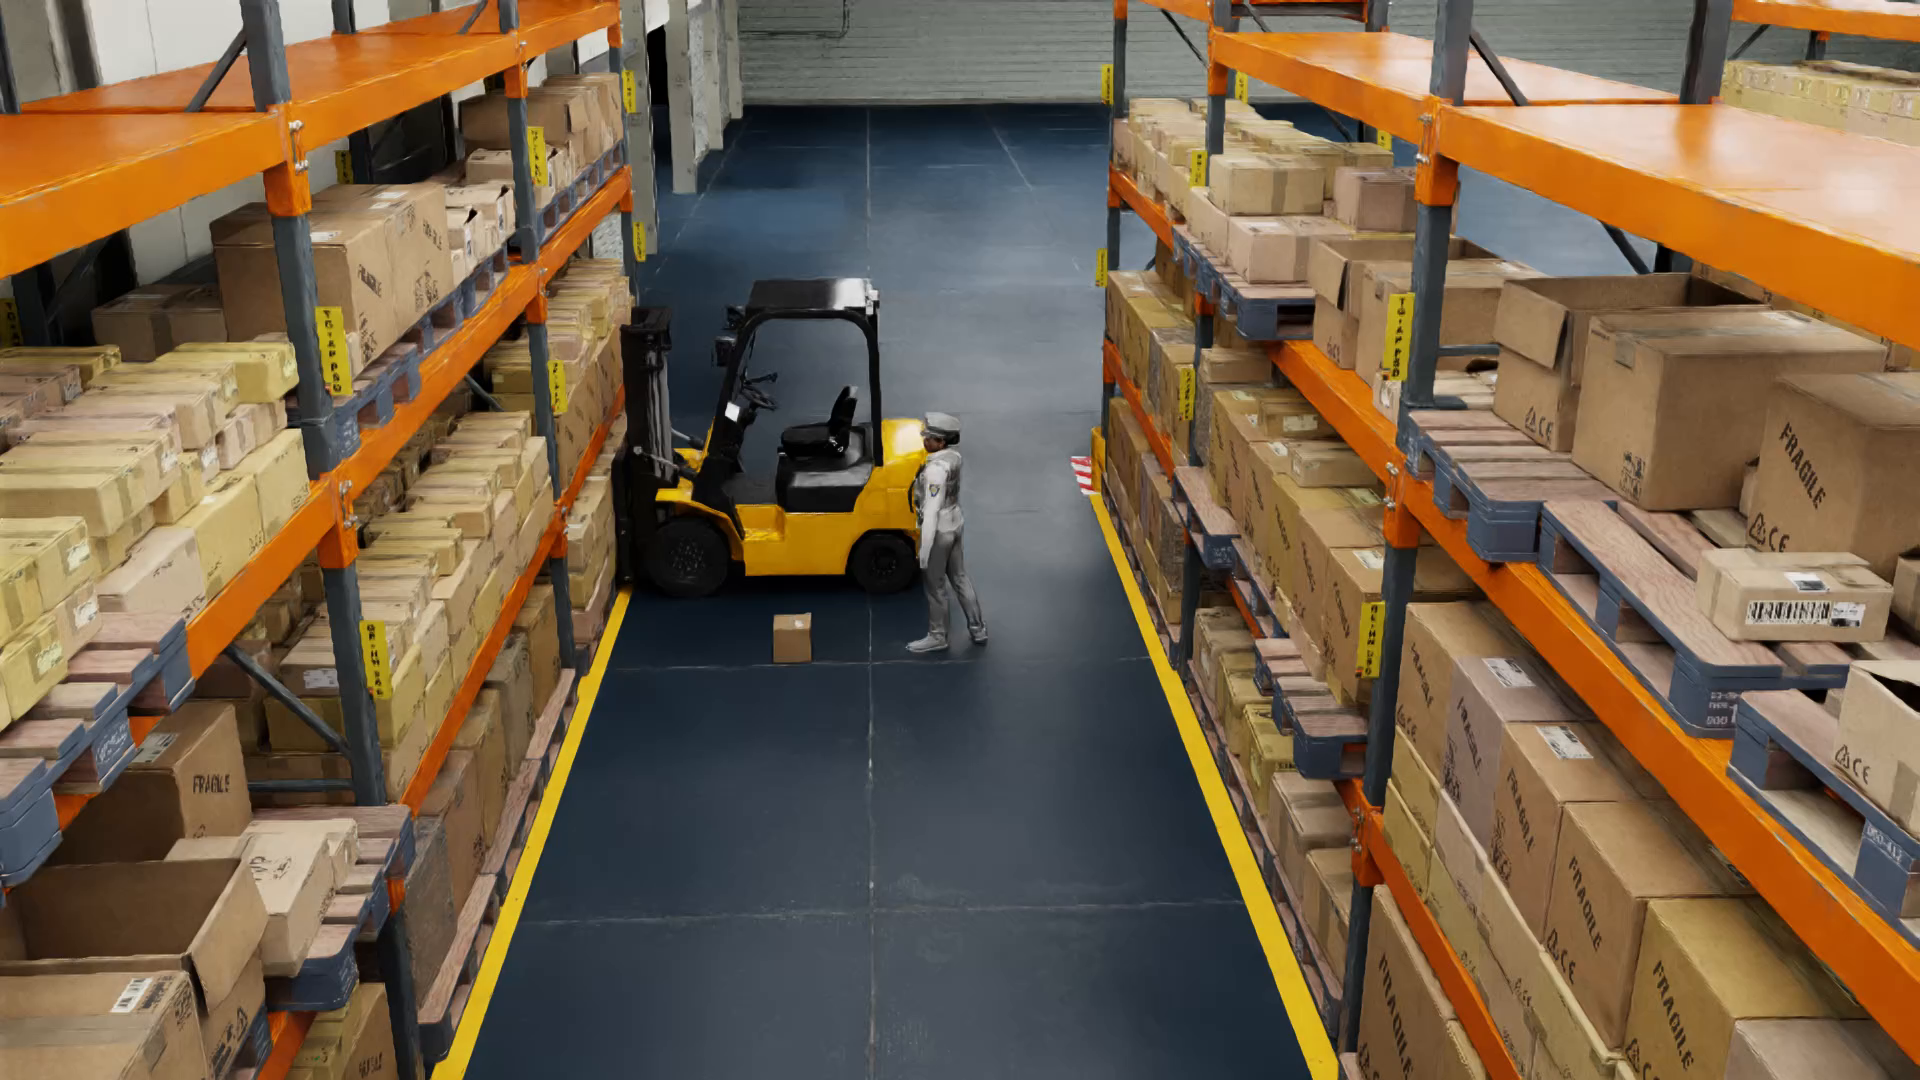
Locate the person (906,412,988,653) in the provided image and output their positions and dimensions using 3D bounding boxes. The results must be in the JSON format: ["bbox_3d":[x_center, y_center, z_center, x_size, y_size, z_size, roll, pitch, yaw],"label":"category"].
[{"bbox_3d":[-0.090,-0.041,11.170,0.514,1.677,0.638,7,22,18],"label":"person"}]
